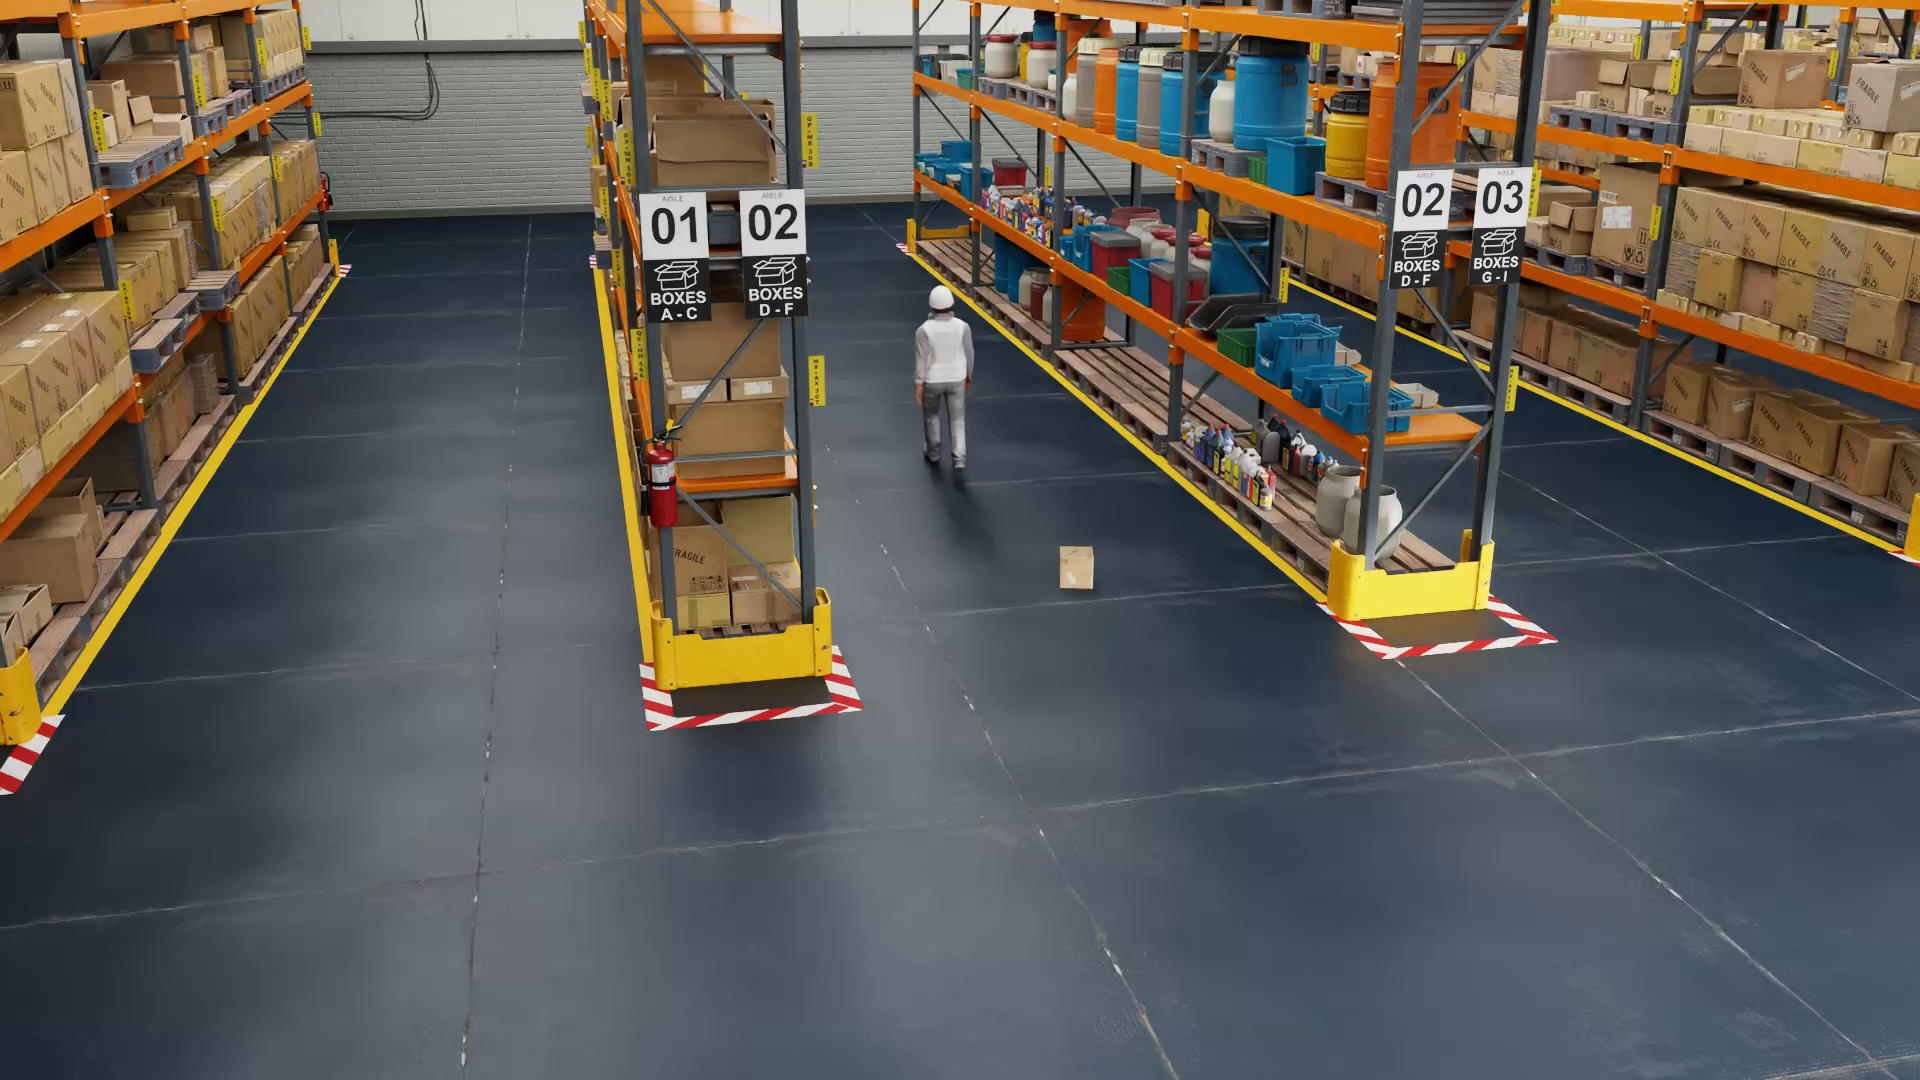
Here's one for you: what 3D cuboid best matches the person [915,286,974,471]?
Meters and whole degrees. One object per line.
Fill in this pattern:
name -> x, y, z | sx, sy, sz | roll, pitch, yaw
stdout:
person -> -0.146, -1.488, 15.261 | 0.558, 1.729, 1.013 | -2, 20, -5
